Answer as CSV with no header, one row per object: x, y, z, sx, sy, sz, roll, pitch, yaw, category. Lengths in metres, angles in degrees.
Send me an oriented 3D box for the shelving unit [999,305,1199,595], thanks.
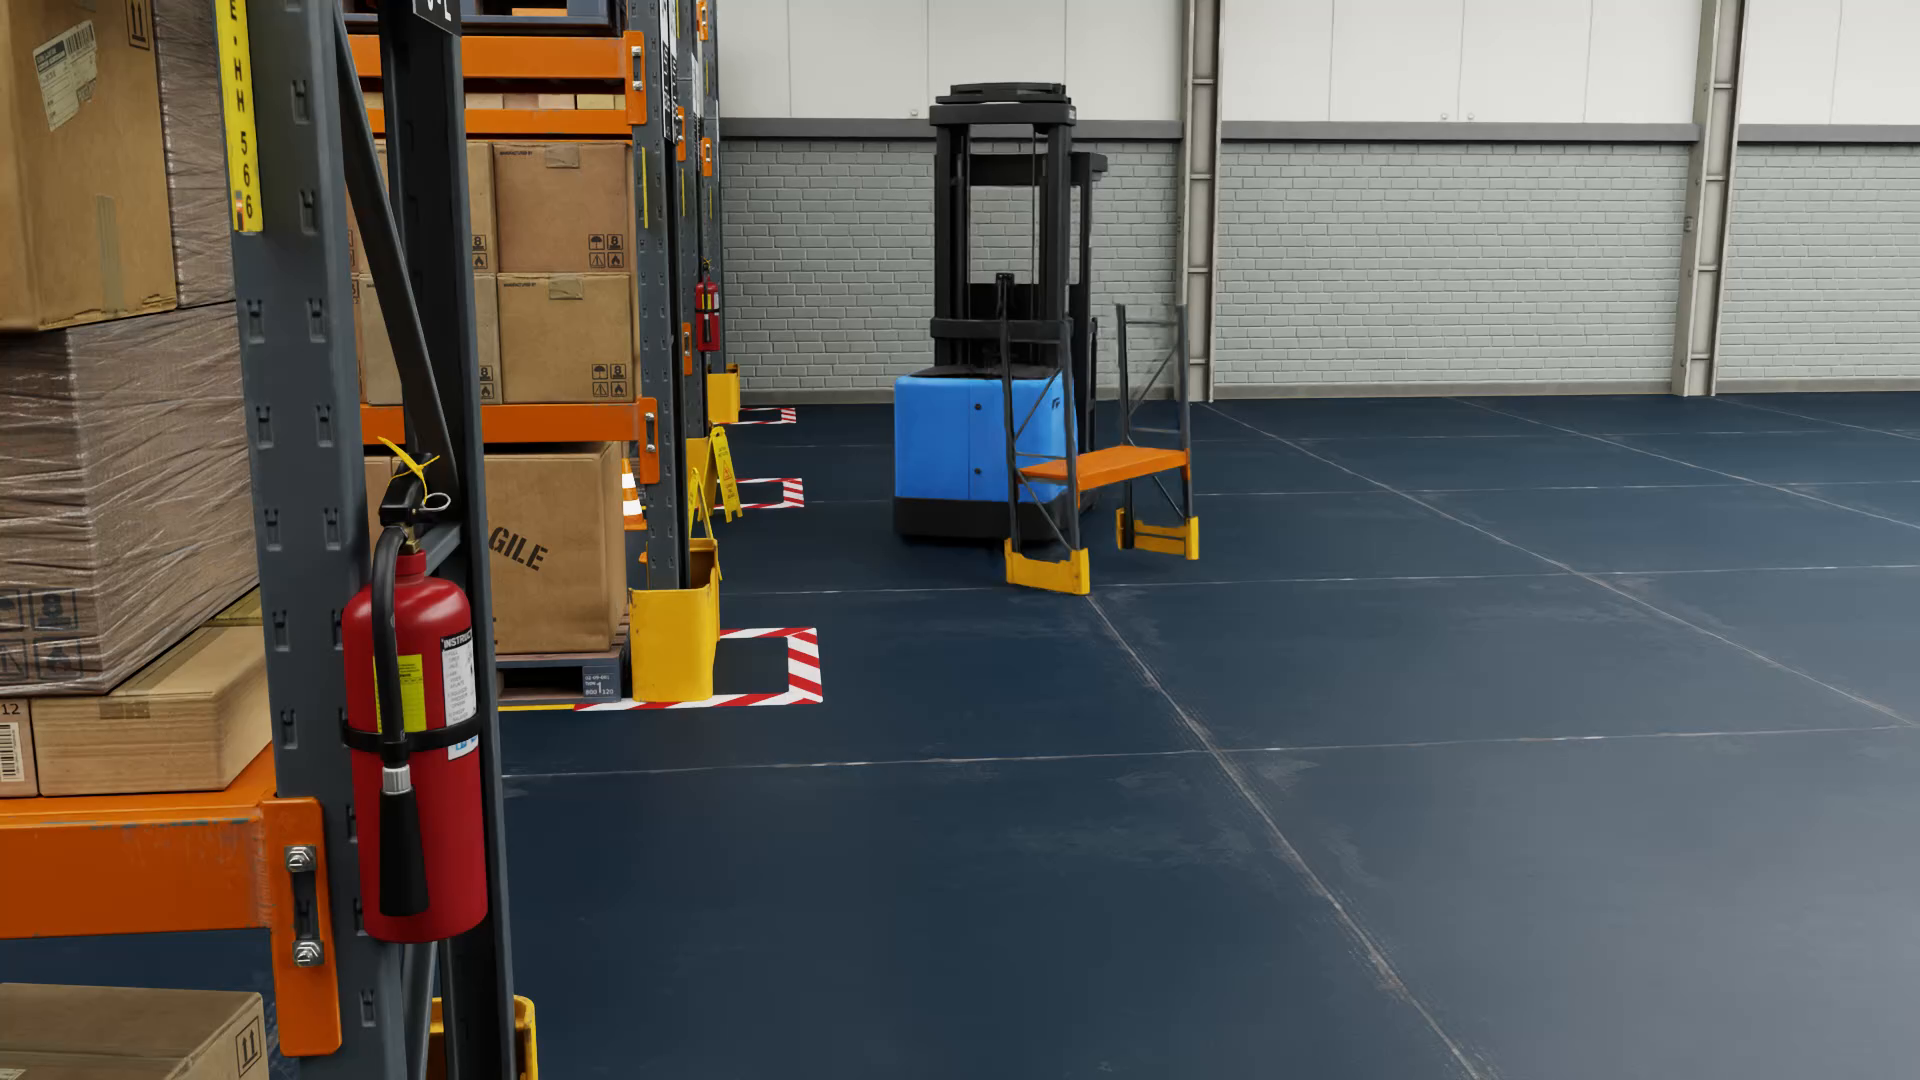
0.804,-0.557,9.626,1.083,1.500,0.587,-15,16,-43,shelving unit

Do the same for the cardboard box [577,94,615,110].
-2.550,-3.098,11.727,0.250,0.149,0.380,-1,11,-6,cardboard box

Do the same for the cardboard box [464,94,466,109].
-3.583,-3.088,11.677,0.250,0.149,0.380,-2,11,-8,cardboard box

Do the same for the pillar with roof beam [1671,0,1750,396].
9.083,-5.300,14.501,0.400,9.000,9.100,-1,11,-6,pillar with roof beam

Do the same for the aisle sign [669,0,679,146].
-1.309,-2.210,7.592,0.004,0.787,0.394,-1,11,-6,aisle sign

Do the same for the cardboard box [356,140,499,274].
-2.257,-1.449,7.275,0.550,0.550,0.875,-1,11,-6,cardboard box

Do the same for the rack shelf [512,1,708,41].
-4.510,-5.127,16.520,4.000,0.370,1.077,-1,11,-6,rack shelf

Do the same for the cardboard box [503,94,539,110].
-3.077,-3.107,11.770,0.250,0.149,0.380,-1,11,-6,cardboard box

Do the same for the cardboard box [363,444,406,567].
-2.889,0.007,7.476,0.875,0.875,0.875,-1,11,-7,cardboard box

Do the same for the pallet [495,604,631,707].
-2.133,0.525,7.651,1.213,0.211,1.003,-1,11,-6,pallet

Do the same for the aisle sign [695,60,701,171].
-1.954,-3.159,12.419,0.004,0.787,0.394,-1,11,-6,aisle sign

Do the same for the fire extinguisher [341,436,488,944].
-0.748,0.202,2.264,0.183,0.674,0.296,-1,11,-6,fire extinguisher

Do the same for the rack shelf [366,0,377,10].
-2.900,-0.999,2.262,4.000,0.370,1.077,-1,11,-6,rack shelf

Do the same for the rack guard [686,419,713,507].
-2.058,-0.594,12.594,0.348,0.500,1.175,-1,11,-6,rack guard

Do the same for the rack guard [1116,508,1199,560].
1.194,-0.039,10.093,0.087,0.250,0.587,-15,16,-43,rack guard

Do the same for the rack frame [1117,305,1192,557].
1.171,-0.654,9.978,0.032,1.500,0.500,-15,16,-43,rack frame

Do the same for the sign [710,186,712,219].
-2.477,-3.354,16.537,0.005,0.325,0.100,-1,11,-6,sign

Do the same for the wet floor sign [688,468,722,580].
-1.532,-0.100,9.705,0.232,0.644,0.267,-3,12,-16,wet floor sign

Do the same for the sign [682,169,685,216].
-1.942,-2.439,11.675,0.005,0.325,0.100,-1,11,-6,sign

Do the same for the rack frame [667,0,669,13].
-1.347,-3.819,6.964,0.127,3.000,1.000,-1,11,-6,rack frame

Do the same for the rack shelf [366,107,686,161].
-3.970,-2.899,11.929,4.000,0.370,1.077,-1,11,-6,rack shelf

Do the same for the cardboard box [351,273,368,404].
-2.826,-0.929,7.429,0.550,0.550,0.875,-1,11,-6,cardboard box

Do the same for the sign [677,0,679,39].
-1.942,-3.622,11.443,0.005,0.325,0.100,-1,11,-6,sign

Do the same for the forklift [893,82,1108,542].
0.420,-1.666,11.745,1.130,2.935,3.031,3,11,14,forklift

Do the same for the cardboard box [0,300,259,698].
-1.462,-0.111,2.624,0.500,0.500,0.875,-1,11,-6,cardboard box

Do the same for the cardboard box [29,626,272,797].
-1.173,0.247,2.487,0.250,0.149,0.380,-1,11,-6,cardboard box

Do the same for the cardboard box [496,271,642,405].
-1.711,-0.932,7.445,0.550,0.550,0.875,-1,11,-6,cardboard box

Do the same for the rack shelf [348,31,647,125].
-3.335,-1.952,7.111,4.000,0.370,1.077,-1,11,-6,rack shelf

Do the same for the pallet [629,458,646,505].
-2.869,-0.442,12.570,1.213,0.211,1.003,-1,11,-6,pallet

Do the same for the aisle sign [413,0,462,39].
-0.883,-1.256,2.742,0.004,0.787,0.394,-1,11,-6,aisle sign

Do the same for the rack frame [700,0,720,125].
-2.522,-5.718,16.624,0.127,3.000,1.000,-1,11,-6,rack frame

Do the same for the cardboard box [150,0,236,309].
-1.488,-0.648,2.767,0.500,0.500,0.500,-1,11,-6,cardboard box

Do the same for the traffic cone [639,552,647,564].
-1.812,-0.115,10.255,0.334,0.463,0.336,-1,11,-6,traffic cone

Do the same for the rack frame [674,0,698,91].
-1.982,-4.766,11.782,0.127,3.000,1.000,-1,11,-6,rack frame

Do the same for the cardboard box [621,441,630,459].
-2.814,-0.715,12.770,0.500,0.250,0.500,-1,11,-7,cardboard box

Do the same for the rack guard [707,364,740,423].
-2.498,-1.548,17.446,0.348,0.500,1.175,-1,11,-6,rack guard
